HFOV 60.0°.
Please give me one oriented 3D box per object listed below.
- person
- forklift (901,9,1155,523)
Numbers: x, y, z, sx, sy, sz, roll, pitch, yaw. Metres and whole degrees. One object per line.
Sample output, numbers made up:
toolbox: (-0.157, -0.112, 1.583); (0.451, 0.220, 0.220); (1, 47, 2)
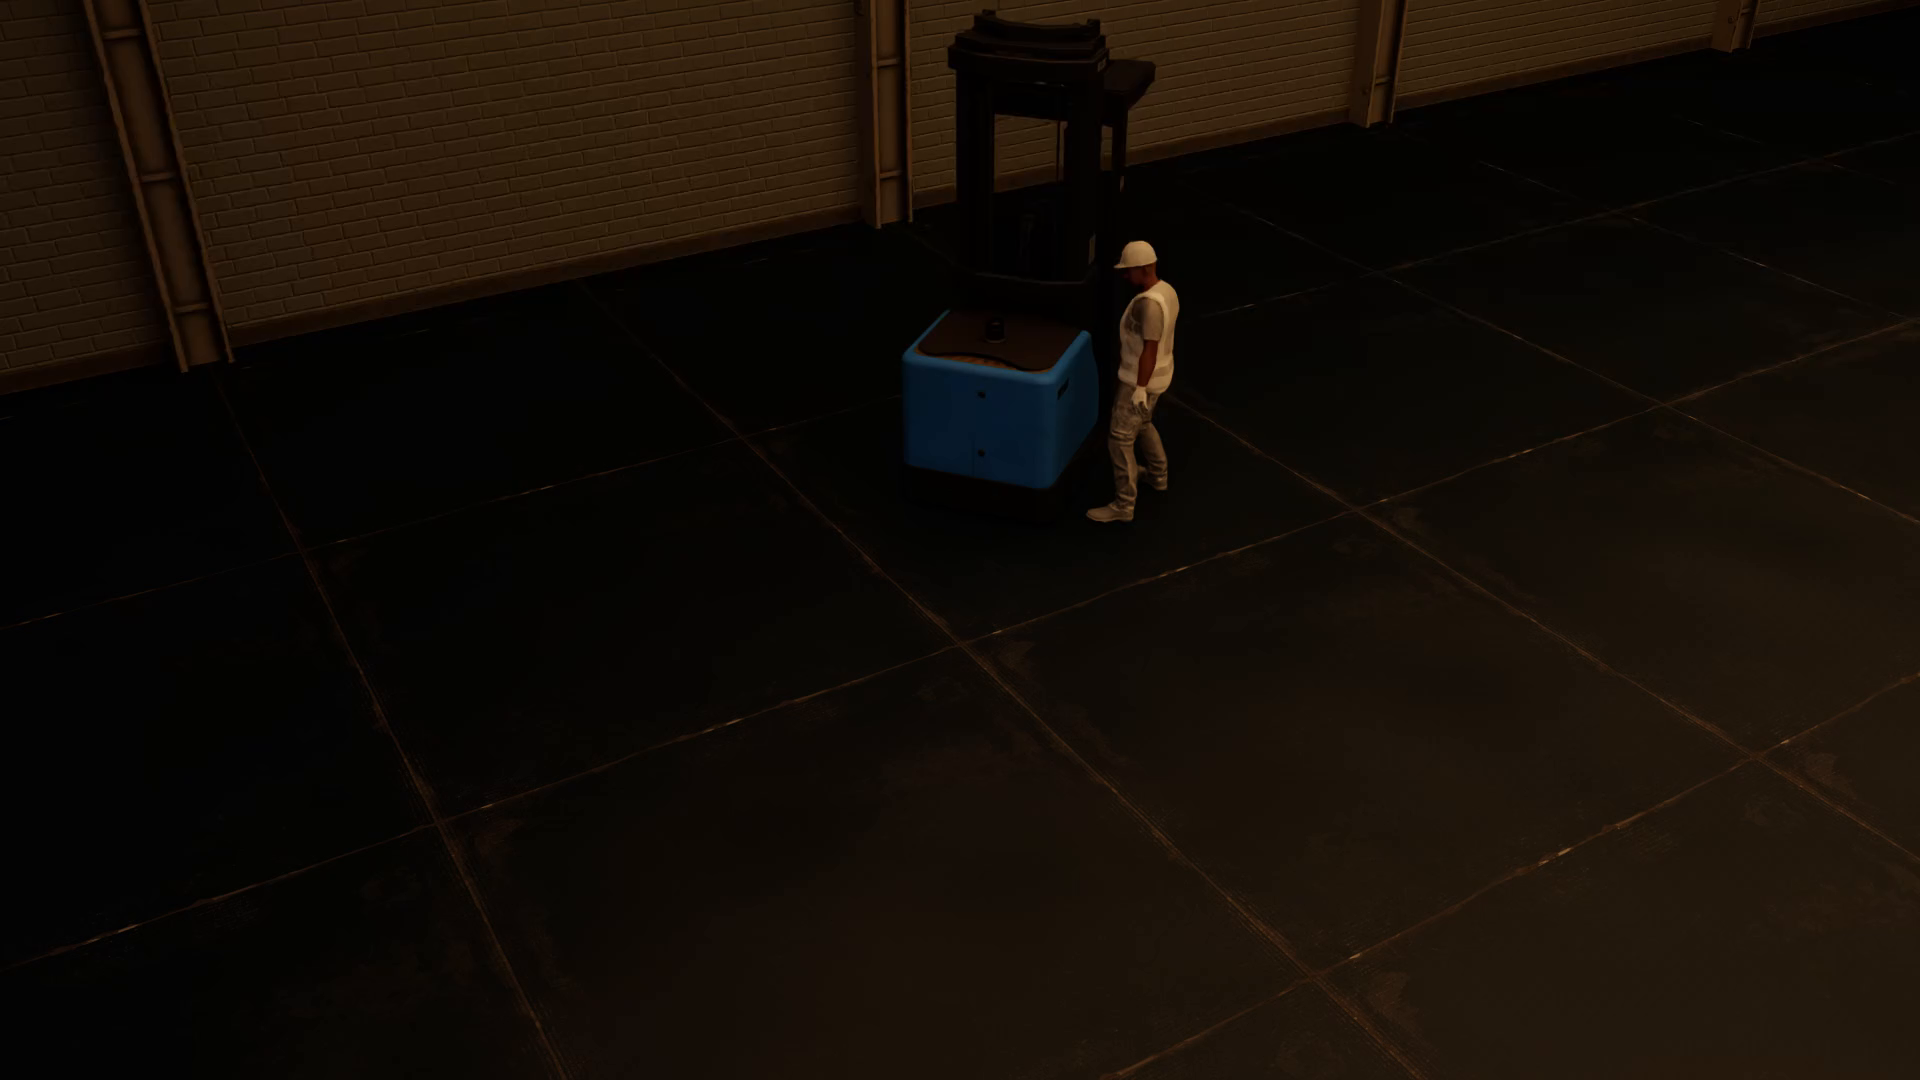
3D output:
person: (1.134, -1.045, 10.552); (0.423, 1.744, 0.876); (10, 32, 16)
forklift: (0.615, -2.112, 11.174); (1.130, 2.935, 3.031); (11, 33, 18)
